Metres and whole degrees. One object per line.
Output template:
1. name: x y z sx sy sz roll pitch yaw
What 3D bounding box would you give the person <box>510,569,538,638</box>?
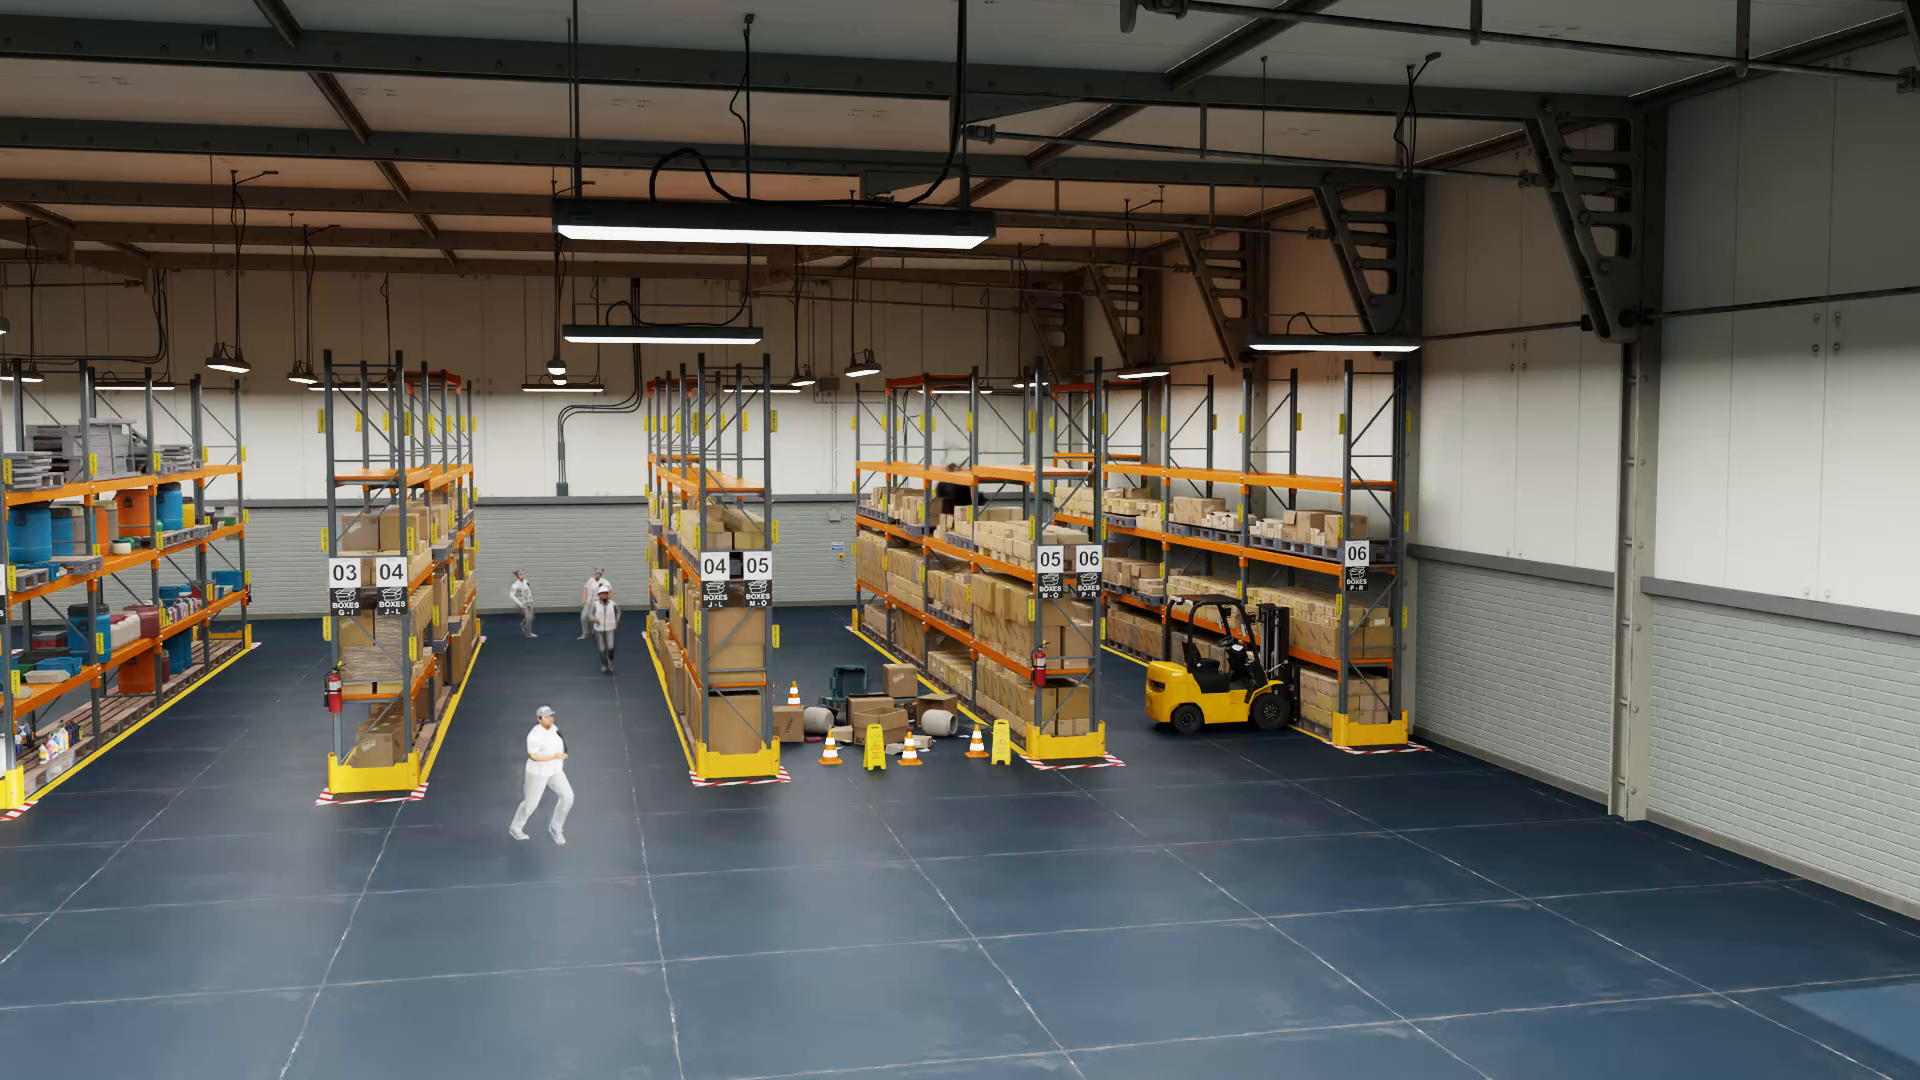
1. person: -10.260 1.479 38.904 0.533 1.626 0.665 3 5 34

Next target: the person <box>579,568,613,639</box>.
1. person: -8.501 1.471 38.944 0.757 1.688 0.574 1 4 13

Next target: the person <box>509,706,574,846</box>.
1. person: -4.953 2.802 19.799 0.860 1.692 0.610 2 5 31

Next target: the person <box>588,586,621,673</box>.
1. person: -7.134 1.800 33.399 0.640 1.748 0.665 -1 4 -11
